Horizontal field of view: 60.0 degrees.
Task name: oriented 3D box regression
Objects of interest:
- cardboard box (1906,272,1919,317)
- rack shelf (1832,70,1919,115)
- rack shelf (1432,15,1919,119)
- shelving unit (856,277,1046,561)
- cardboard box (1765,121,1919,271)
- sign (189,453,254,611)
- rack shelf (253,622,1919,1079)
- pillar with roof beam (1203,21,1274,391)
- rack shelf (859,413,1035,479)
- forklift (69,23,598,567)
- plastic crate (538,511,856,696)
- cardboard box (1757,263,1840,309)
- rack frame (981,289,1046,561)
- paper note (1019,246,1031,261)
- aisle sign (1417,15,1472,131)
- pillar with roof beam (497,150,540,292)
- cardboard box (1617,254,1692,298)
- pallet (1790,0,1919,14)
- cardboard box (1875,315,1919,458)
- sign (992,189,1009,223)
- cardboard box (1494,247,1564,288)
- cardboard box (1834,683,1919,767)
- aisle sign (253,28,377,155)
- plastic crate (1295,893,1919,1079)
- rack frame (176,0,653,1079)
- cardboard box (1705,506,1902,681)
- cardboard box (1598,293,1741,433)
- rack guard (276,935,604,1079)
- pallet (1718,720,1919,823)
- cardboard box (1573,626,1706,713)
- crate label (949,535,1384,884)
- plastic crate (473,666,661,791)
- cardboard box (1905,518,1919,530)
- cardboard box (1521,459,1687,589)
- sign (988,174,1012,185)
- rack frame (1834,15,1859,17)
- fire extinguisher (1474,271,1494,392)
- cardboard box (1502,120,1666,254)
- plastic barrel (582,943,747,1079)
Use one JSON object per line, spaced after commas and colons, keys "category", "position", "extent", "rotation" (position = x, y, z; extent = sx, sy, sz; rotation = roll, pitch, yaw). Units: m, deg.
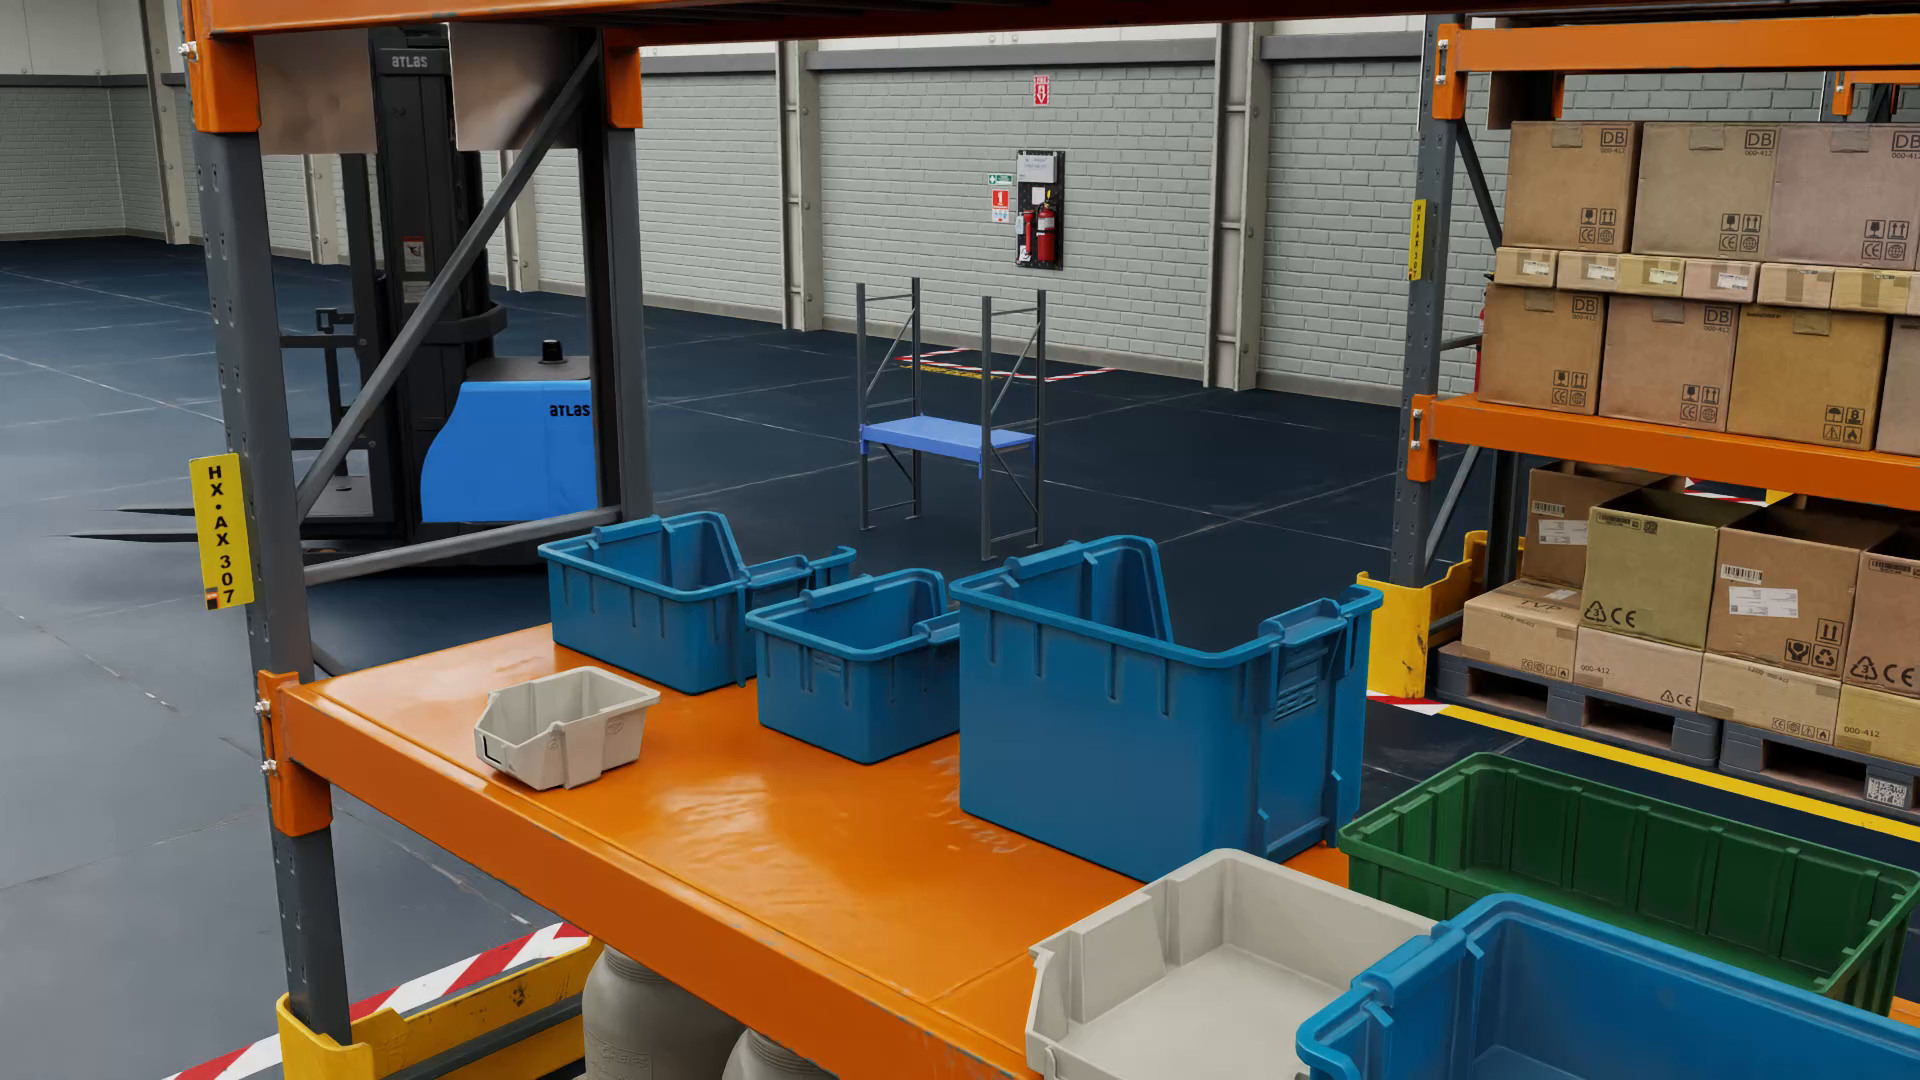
{"category": "cardboard box", "position": [3.513, -0.866, 5.820], "extent": [0.250, 0.149, 0.380], "rotation": [14, 20, 43]}
{"category": "rack shelf", "position": [7.150, -2.533, 9.184], "extent": [4.000, 0.370, 1.077], "rotation": [14, 20, 42]}
{"category": "rack shelf", "position": [3.714, -1.634, 5.731], "extent": [4.000, 0.370, 1.077], "rotation": [14, 20, 42]}
{"category": "shelving unit", "position": [-0.061, -0.741, 9.800], "extent": [1.048, 1.500, 0.538], "rotation": [14, 20, 42]}
{"category": "cardboard box", "position": [3.385, -1.284, 6.140], "extent": [0.500, 0.500, 0.700], "rotation": [14, 20, 42]}
{"category": "sign", "position": [-1.552, -0.017, 3.498], "extent": [0.005, 0.325, 0.100], "rotation": [14, 20, 42]}
{"category": "rack shelf", "position": [0.273, 0.716, 2.661], "extent": [4.000, 0.370, 1.077], "rotation": [14, 20, 42]}
{"category": "pillar with roof beam", "position": [-0.493, -4.986, 11.222], "extent": [0.400, 9.000, 9.100], "rotation": [14, 20, 42]}
{"category": "rack shelf", "position": [-0.061, -0.567, 9.846], "extent": [1.000, 0.185, 0.538], "rotation": [14, 20, 42]}
{"category": "forklift", "position": [-3.414, -1.335, 9.244], "extent": [3.031, 2.935, 1.130], "rotation": [-1, 15, -3]}
{"category": "plastic crate", "position": [-0.599, 0.123, 3.804], "extent": [0.616, 0.251, 0.499], "rotation": [14, 20, 42]}
{"category": "cardboard box", "position": [3.151, -0.954, 6.161], "extent": [0.250, 0.149, 0.380], "rotation": [13, 19, 40]}
{"category": "rack frame", "position": [0.305, -0.652, 9.459], "extent": [0.032, 1.500, 0.500], "rotation": [14, 20, 42]}
{"category": "paper note", "position": [0.663, -2.921, 16.942], "extent": [0.142, 0.148, 0.016], "rotation": [14, 20, 42]}
{"category": "aisle sign", "position": [2.014, -2.094, 6.864], "extent": [0.004, 0.787, 0.394], "rotation": [14, 20, 42]}
{"category": "pillar with roof beam", "position": [-9.132, -7.086, 19.282], "extent": [0.400, 9.000, 9.100], "rotation": [14, 20, 42]}
{"category": "cardboard box", "position": [2.778, -1.045, 6.509], "extent": [0.250, 0.149, 0.380], "rotation": [14, 20, 42]}
{"category": "pallet", "position": [3.648, -1.947, 5.682], "extent": [1.213, 0.211, 1.003], "rotation": [14, 20, 42]}
{"category": "cardboard box", "position": [3.718, -0.574, 5.988], "extent": [0.700, 0.500, 0.500], "rotation": [-14, 20, -43]}
{"category": "sign", "position": [0.416, -3.437, 17.102], "extent": [0.234, 0.329, 0.001], "rotation": [14, 20, 42]}
{"category": "cardboard box", "position": [2.407, -1.135, 6.853], "extent": [0.250, 0.149, 0.380], "rotation": [13, 20, 42]}
{"category": "cardboard box", "position": [3.584, 0.644, 6.131], "extent": [0.500, 0.250, 0.500], "rotation": [14, 20, 42]}
{"category": "aisle sign", "position": [-1.422, -1.199, 3.430], "extent": [0.004, 0.787, 0.394], "rotation": [14, 20, 42]}
{"category": "plastic crate", "position": [0.728, 0.646, 1.800], "extent": [0.616, 0.251, 0.499], "rotation": [14, 20, 42]}
{"category": "rack frame", "position": [-1.167, 0.018, 3.913], "extent": [0.127, 3.000, 1.000], "rotation": [14, 20, 42]}
{"category": "cardboard box", "position": [3.236, 0.191, 6.384], "extent": [0.500, 0.500, 0.500], "rotation": [14, 20, 42]}
{"category": "cardboard box", "position": [2.983, -0.754, 6.677], "extent": [0.700, 0.500, 0.500], "rotation": [-14, 20, -43]}
{"category": "rack guard", "position": [-1.079, 1.233, 4.210], "extent": [0.348, 0.500, 1.175], "rotation": [14, 20, 42]}
{"category": "pallet", "position": [3.728, 0.809, 6.409], "extent": [1.213, 0.211, 1.003], "rotation": [14, 20, 42]}
{"category": "cardboard box", "position": [2.868, 0.468, 6.807], "extent": [0.500, 0.250, 0.500], "rotation": [14, 20, 42]}
{"category": "crate label", "position": [0.346, 0.274, 2.861], "extent": [0.616, 0.435, 0.502], "rotation": [14, 20, 42]}
{"category": "plastic crate", "position": [-0.746, 0.361, 3.121], "extent": [0.250, 0.136, 0.298], "rotation": [14, 20, 42]}
{"category": "cardboard box", "position": [3.956, 0.184, 6.409], "extent": [0.500, 0.500, 0.500], "rotation": [14, 20, 42]}
{"category": "cardboard box", "position": [2.867, -0.076, 7.408], "extent": [0.500, 0.500, 0.500], "rotation": [14, 20, 42]}
{"category": "sign", "position": [0.413, -3.691, 17.026], "extent": [0.331, 0.109, 0.001], "rotation": [14, 20, 42]}
{"category": "rack frame", "position": [5.710, -4.683, 10.058], "extent": [0.127, 3.000, 1.000], "rotation": [14, 20, 42]}
{"category": "fire extinguisher", "position": [2.511, -0.948, 7.774], "extent": [0.183, 0.674, 0.296], "rotation": [14, 20, 42]}
{"category": "cardboard box", "position": [2.639, -1.463, 6.827], "extent": [0.500, 0.500, 0.700], "rotation": [14, 20, 42]}
{"category": "plastic barrel", "position": [-0.640, 1.120, 3.785], "extent": [0.421, 0.512, 0.421], "rotation": [0, 15, 0]}
